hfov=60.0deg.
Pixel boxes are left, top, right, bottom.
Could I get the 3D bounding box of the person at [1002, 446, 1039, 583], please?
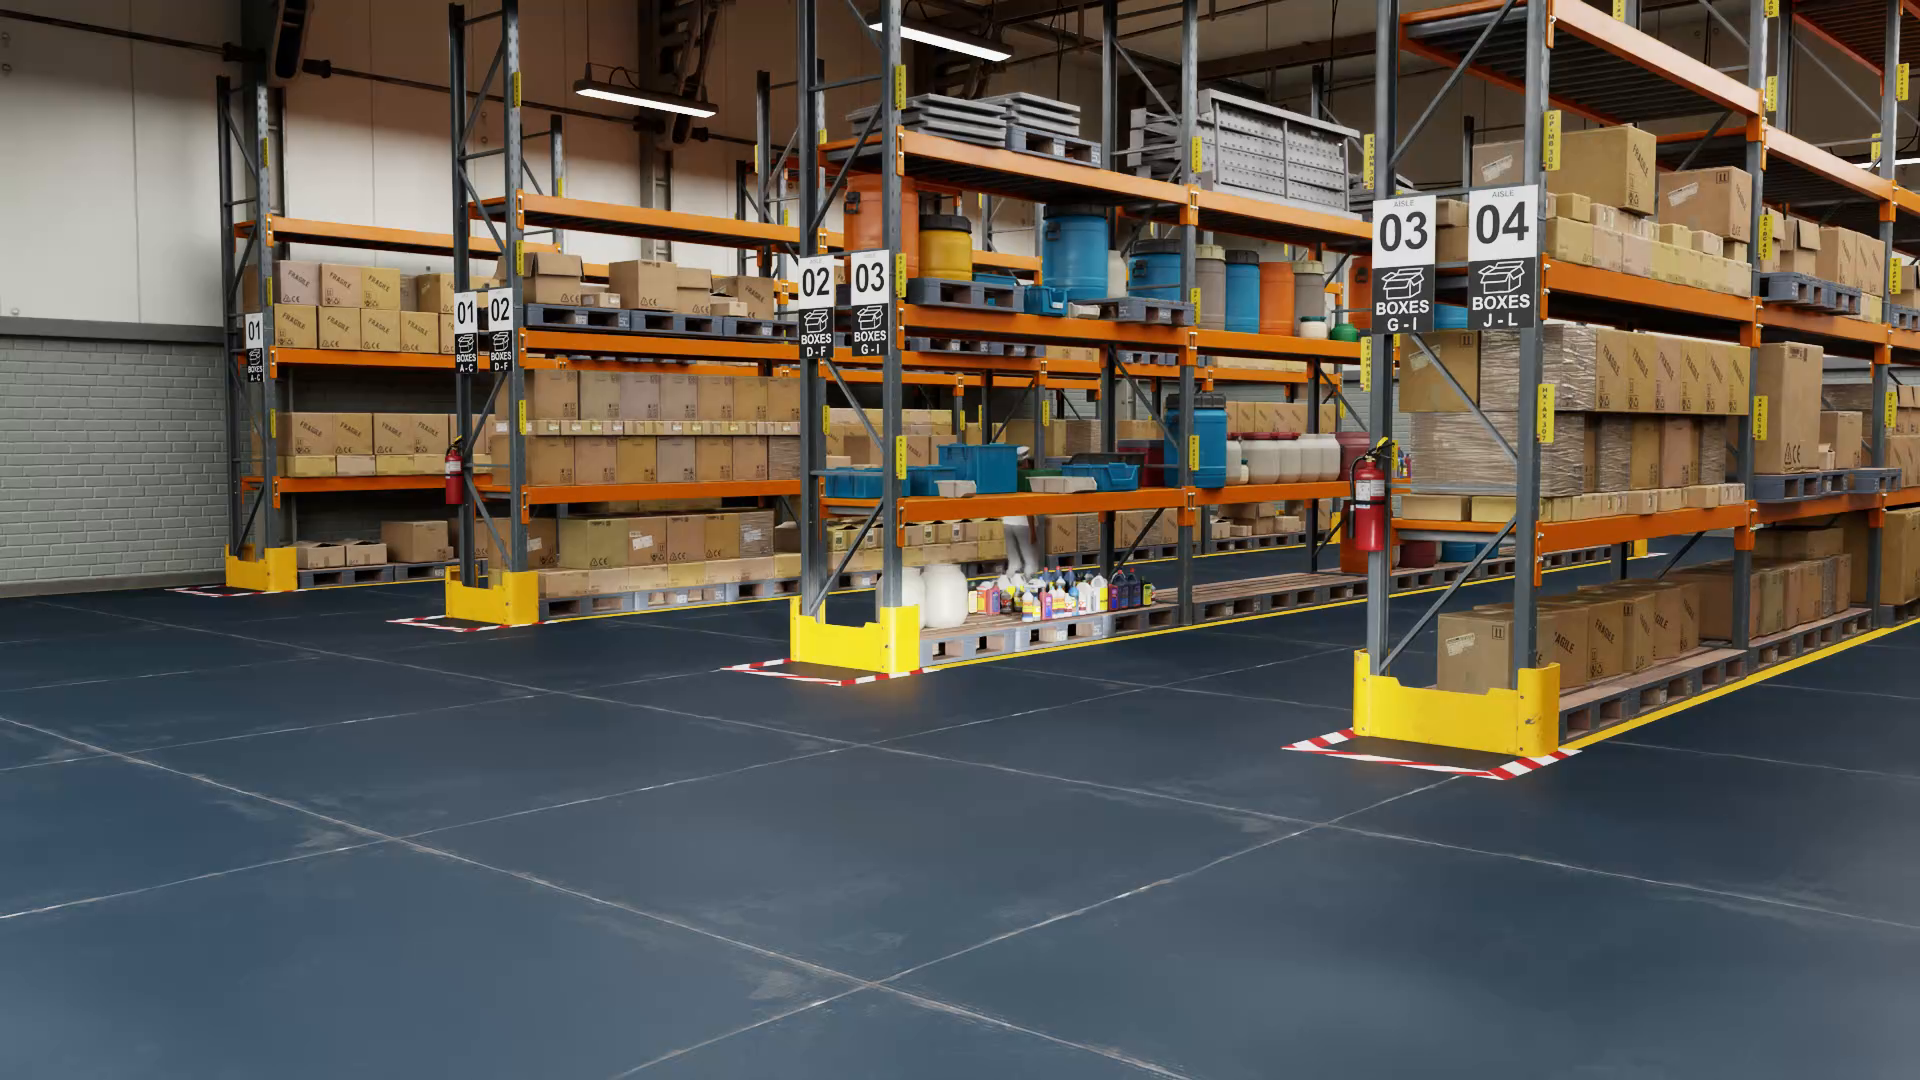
[{"bbox_3d":[0.641,-0.101,16.951,0.396,1.708,0.447,-3,5,-40],"label":"person"}]
